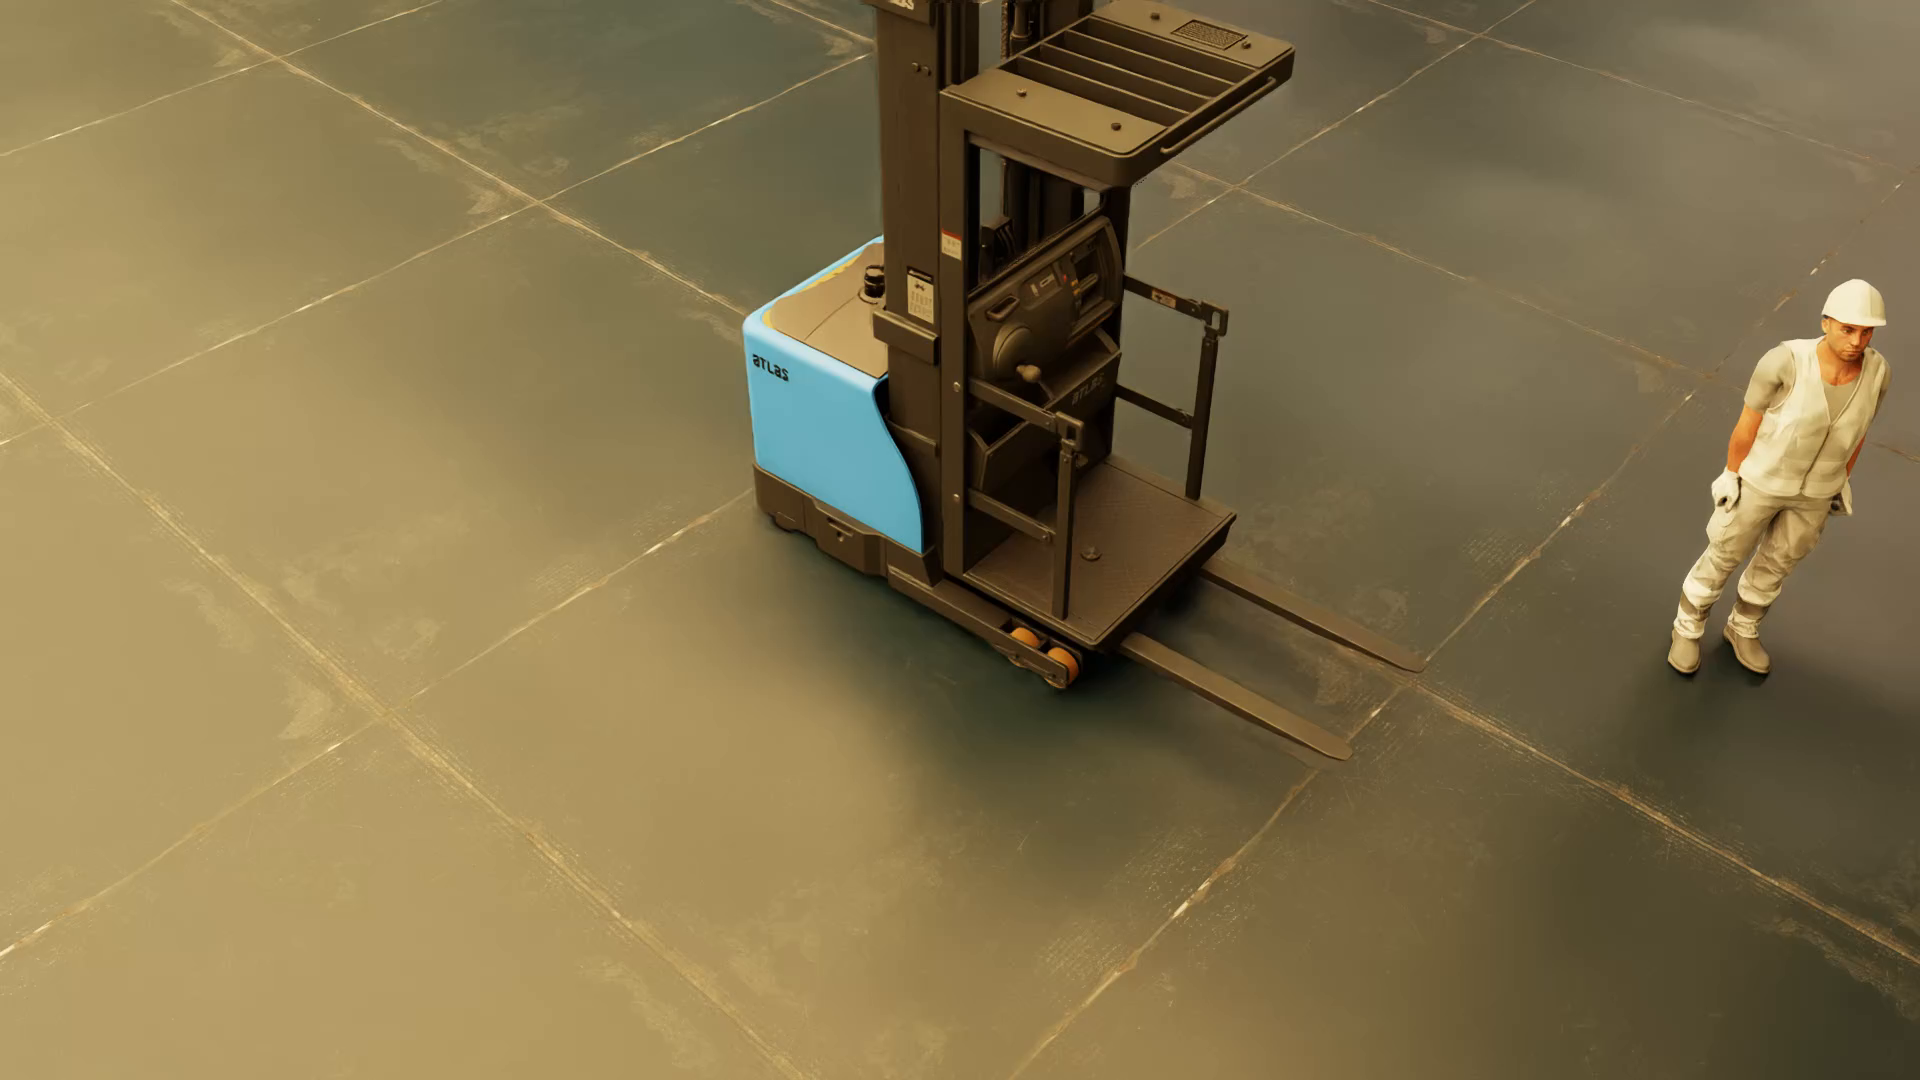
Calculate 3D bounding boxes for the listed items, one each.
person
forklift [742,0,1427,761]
[{"bbox_3d":[3.260,-0.212,6.553,0.535,1.794,0.374,2,41,2],"label":"person"},{"bbox_3d":[0.509,-0.887,6.462,3.031,2.935,1.130,28,48,28],"label":"forklift"}]
